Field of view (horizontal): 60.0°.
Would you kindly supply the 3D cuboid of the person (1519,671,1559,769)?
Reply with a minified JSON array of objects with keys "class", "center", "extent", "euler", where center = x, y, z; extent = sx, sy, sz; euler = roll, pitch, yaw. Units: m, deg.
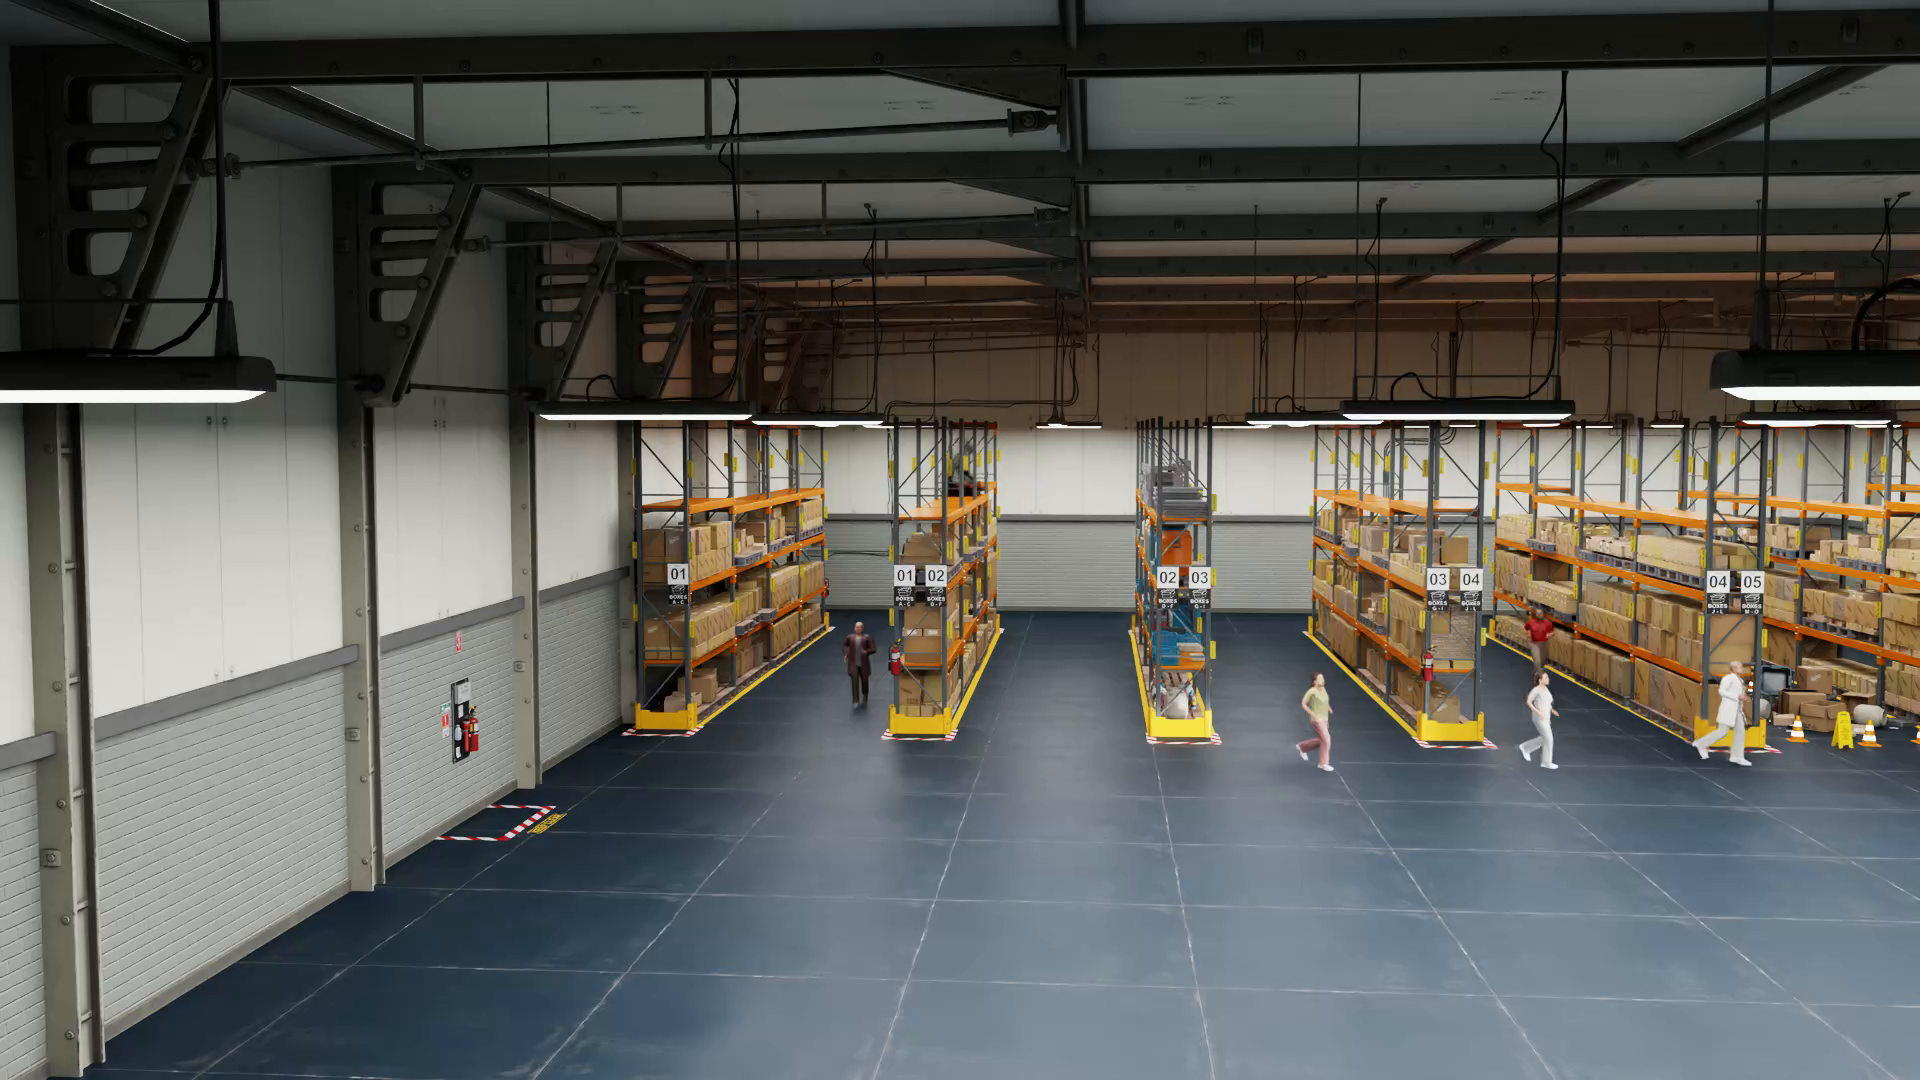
[{"class":"person","center":[9.855,3.051,28.334],"extent":[0.727,1.635,0.586],"euler":[4,5,44]}]

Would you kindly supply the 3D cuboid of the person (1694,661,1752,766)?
[{"class":"person","center":[13.347,2.973,28.844],"extent":[0.739,1.734,1.004],"euler":[-3,5,-43]}]

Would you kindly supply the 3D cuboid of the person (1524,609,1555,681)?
[{"class":"person","center":[13.061,2.421,37.461],"extent":[0.647,1.748,0.911],"euler":[1,4,8]}]

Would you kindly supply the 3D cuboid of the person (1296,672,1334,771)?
[{"class":"person","center":[6.050,3.078,28.275],"extent":[0.720,1.626,0.575],"euler":[3,5,43]}]

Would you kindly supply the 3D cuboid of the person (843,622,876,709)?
[{"class":"person","center":[-2.096,2.578,34.479],"extent":[0.715,1.754,1.021],"euler":[0,4,1]}]
